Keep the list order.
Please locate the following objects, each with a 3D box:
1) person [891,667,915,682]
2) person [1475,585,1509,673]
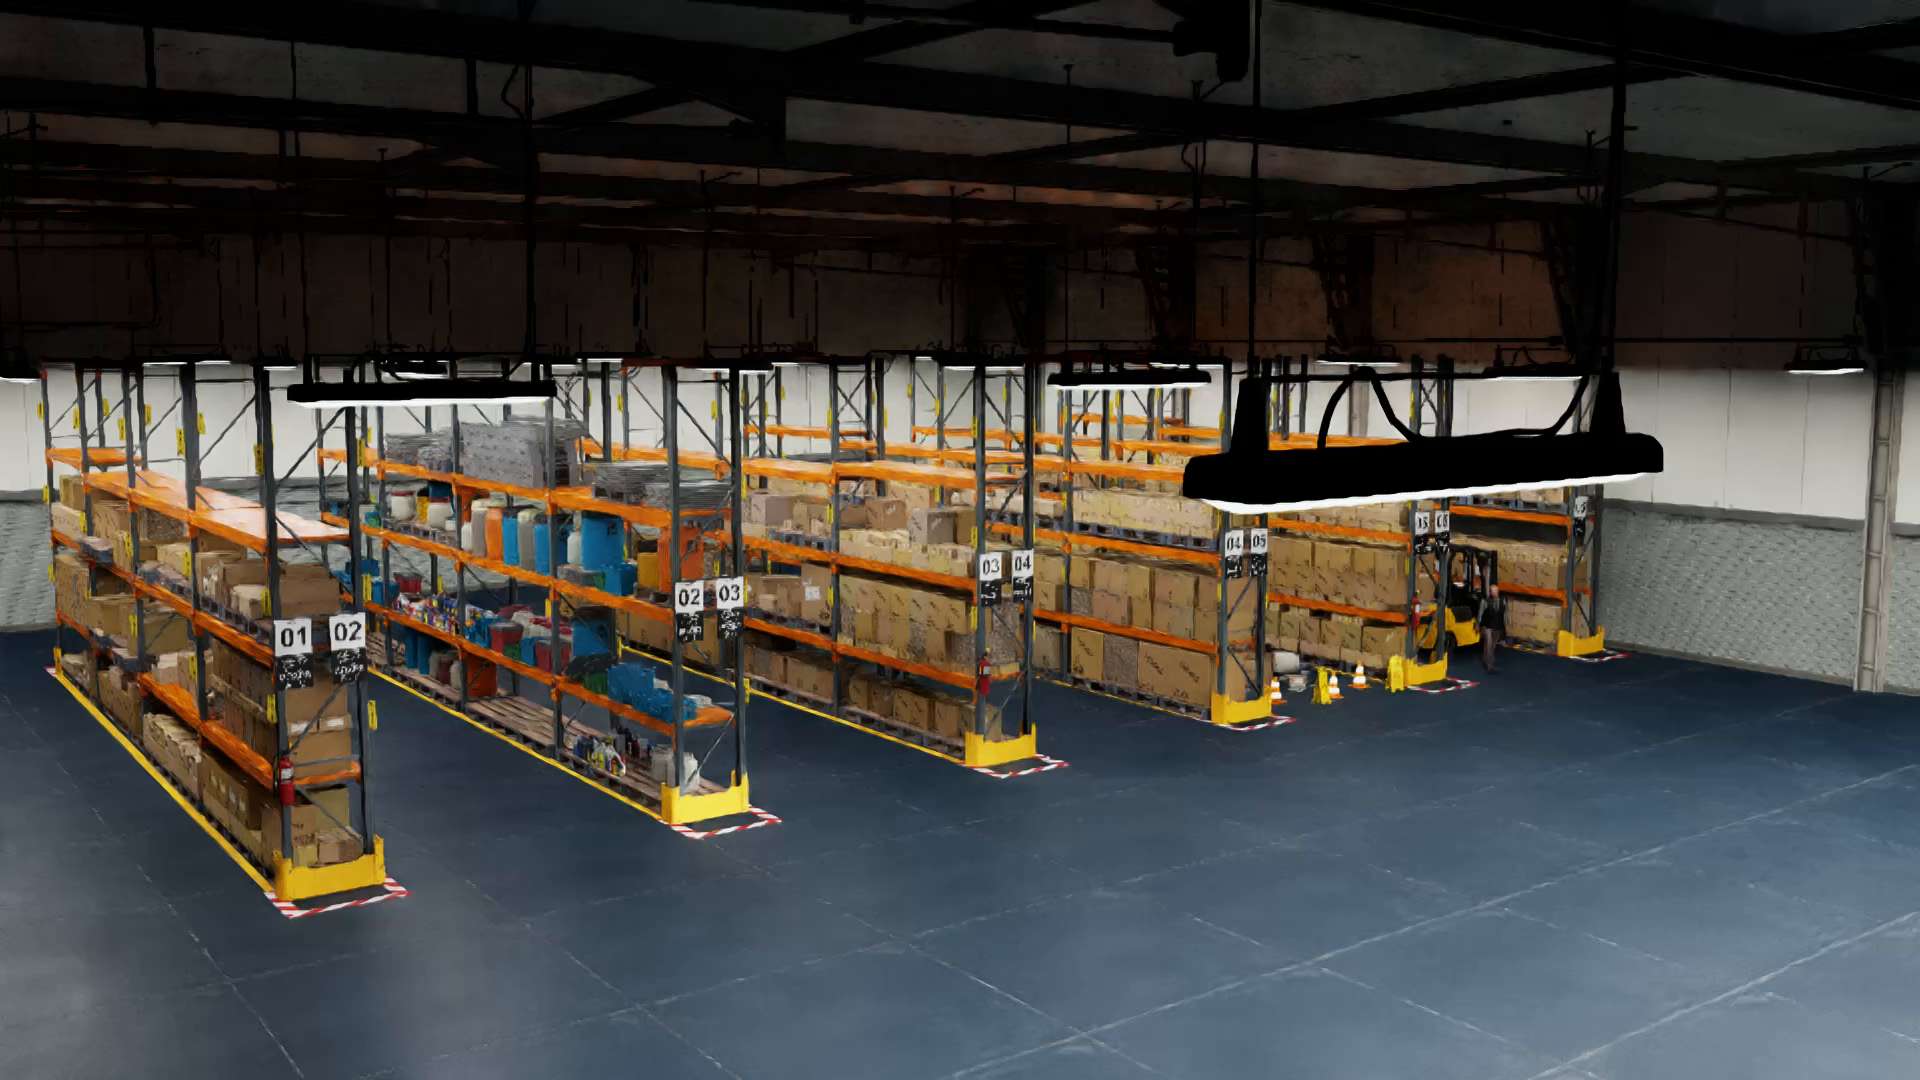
[{"bbox_3d":[-0.972,1.791,30.726,0.677,1.742,0.551,-5,9,-37],"label":"person"},{"bbox_3d":[10.191,1.681,31.874,0.591,1.686,0.953,-1,7,-10],"label":"person"}]
